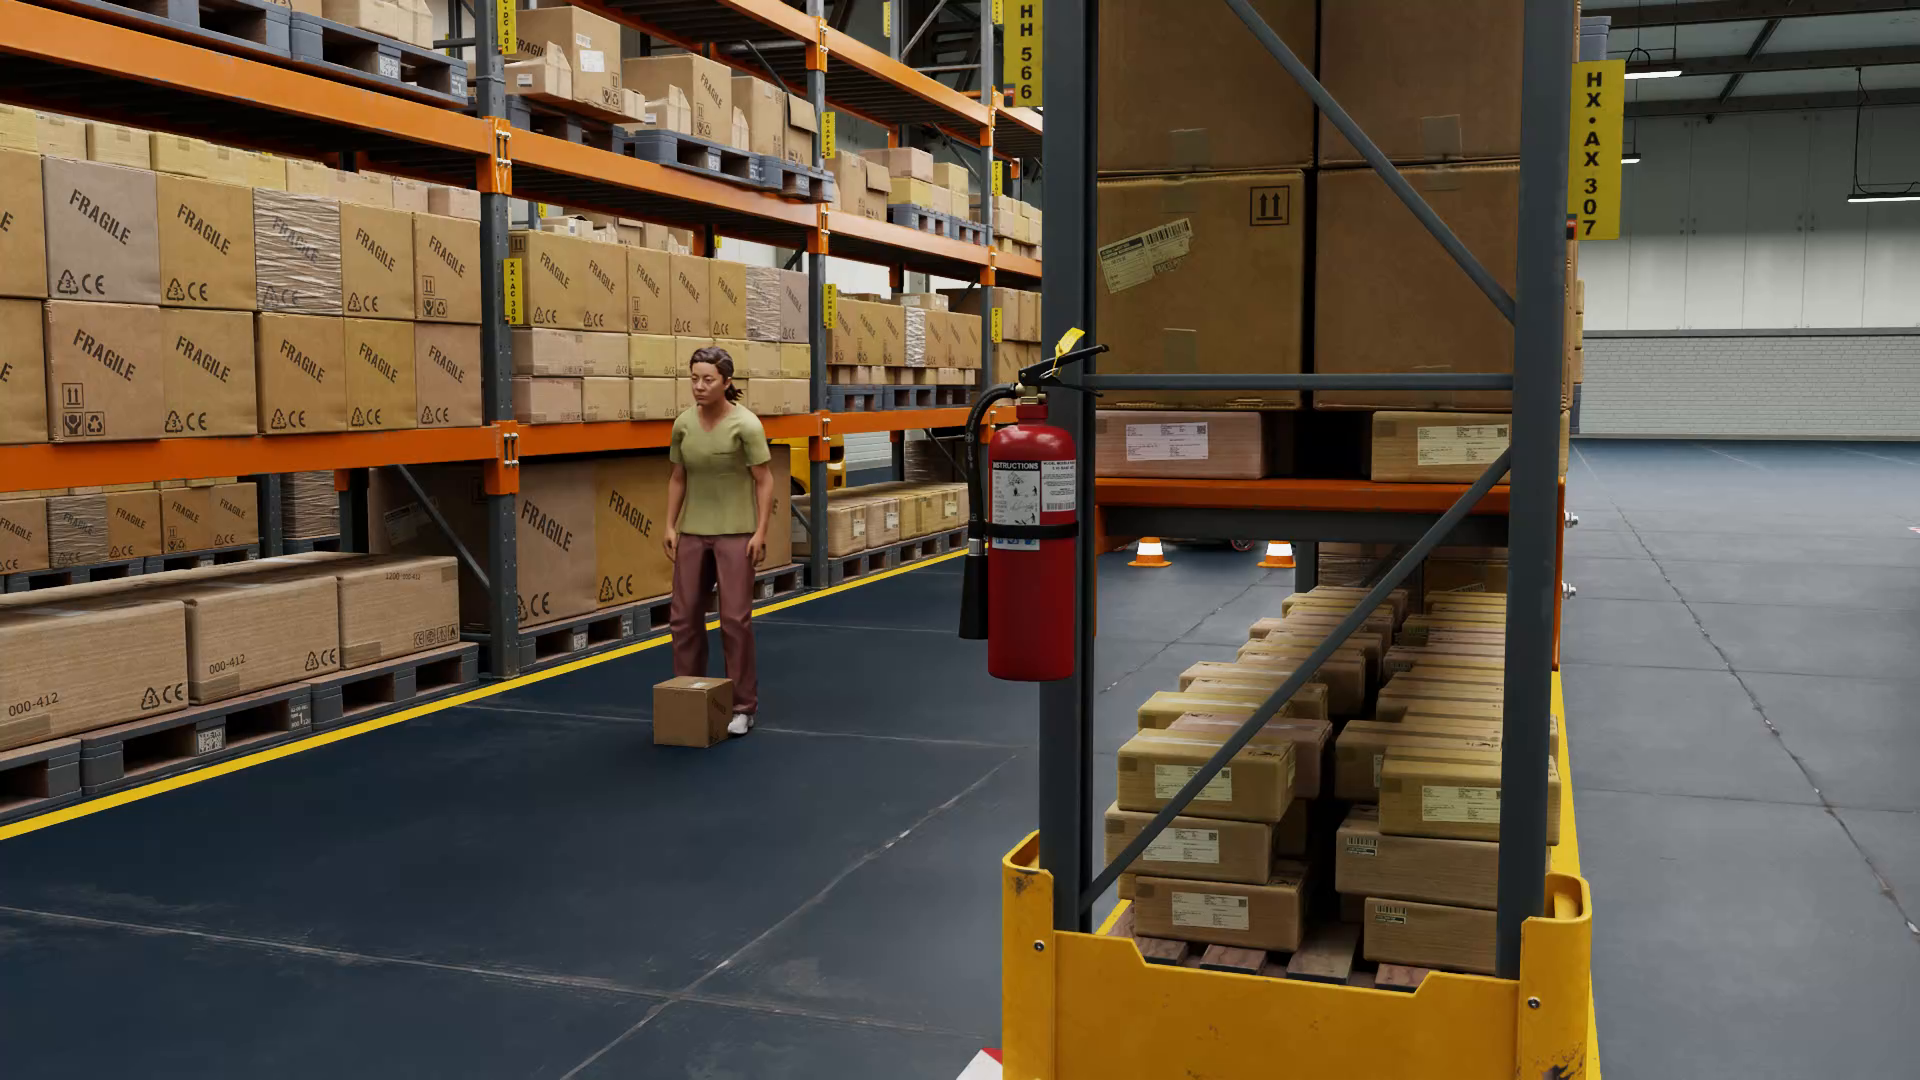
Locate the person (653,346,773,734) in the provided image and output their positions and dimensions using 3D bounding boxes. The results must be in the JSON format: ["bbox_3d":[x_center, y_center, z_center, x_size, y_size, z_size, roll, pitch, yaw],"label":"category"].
[{"bbox_3d":[-1.062,0.115,7.242,0.499,1.438,0.354,2,6,19],"label":"person"}]
